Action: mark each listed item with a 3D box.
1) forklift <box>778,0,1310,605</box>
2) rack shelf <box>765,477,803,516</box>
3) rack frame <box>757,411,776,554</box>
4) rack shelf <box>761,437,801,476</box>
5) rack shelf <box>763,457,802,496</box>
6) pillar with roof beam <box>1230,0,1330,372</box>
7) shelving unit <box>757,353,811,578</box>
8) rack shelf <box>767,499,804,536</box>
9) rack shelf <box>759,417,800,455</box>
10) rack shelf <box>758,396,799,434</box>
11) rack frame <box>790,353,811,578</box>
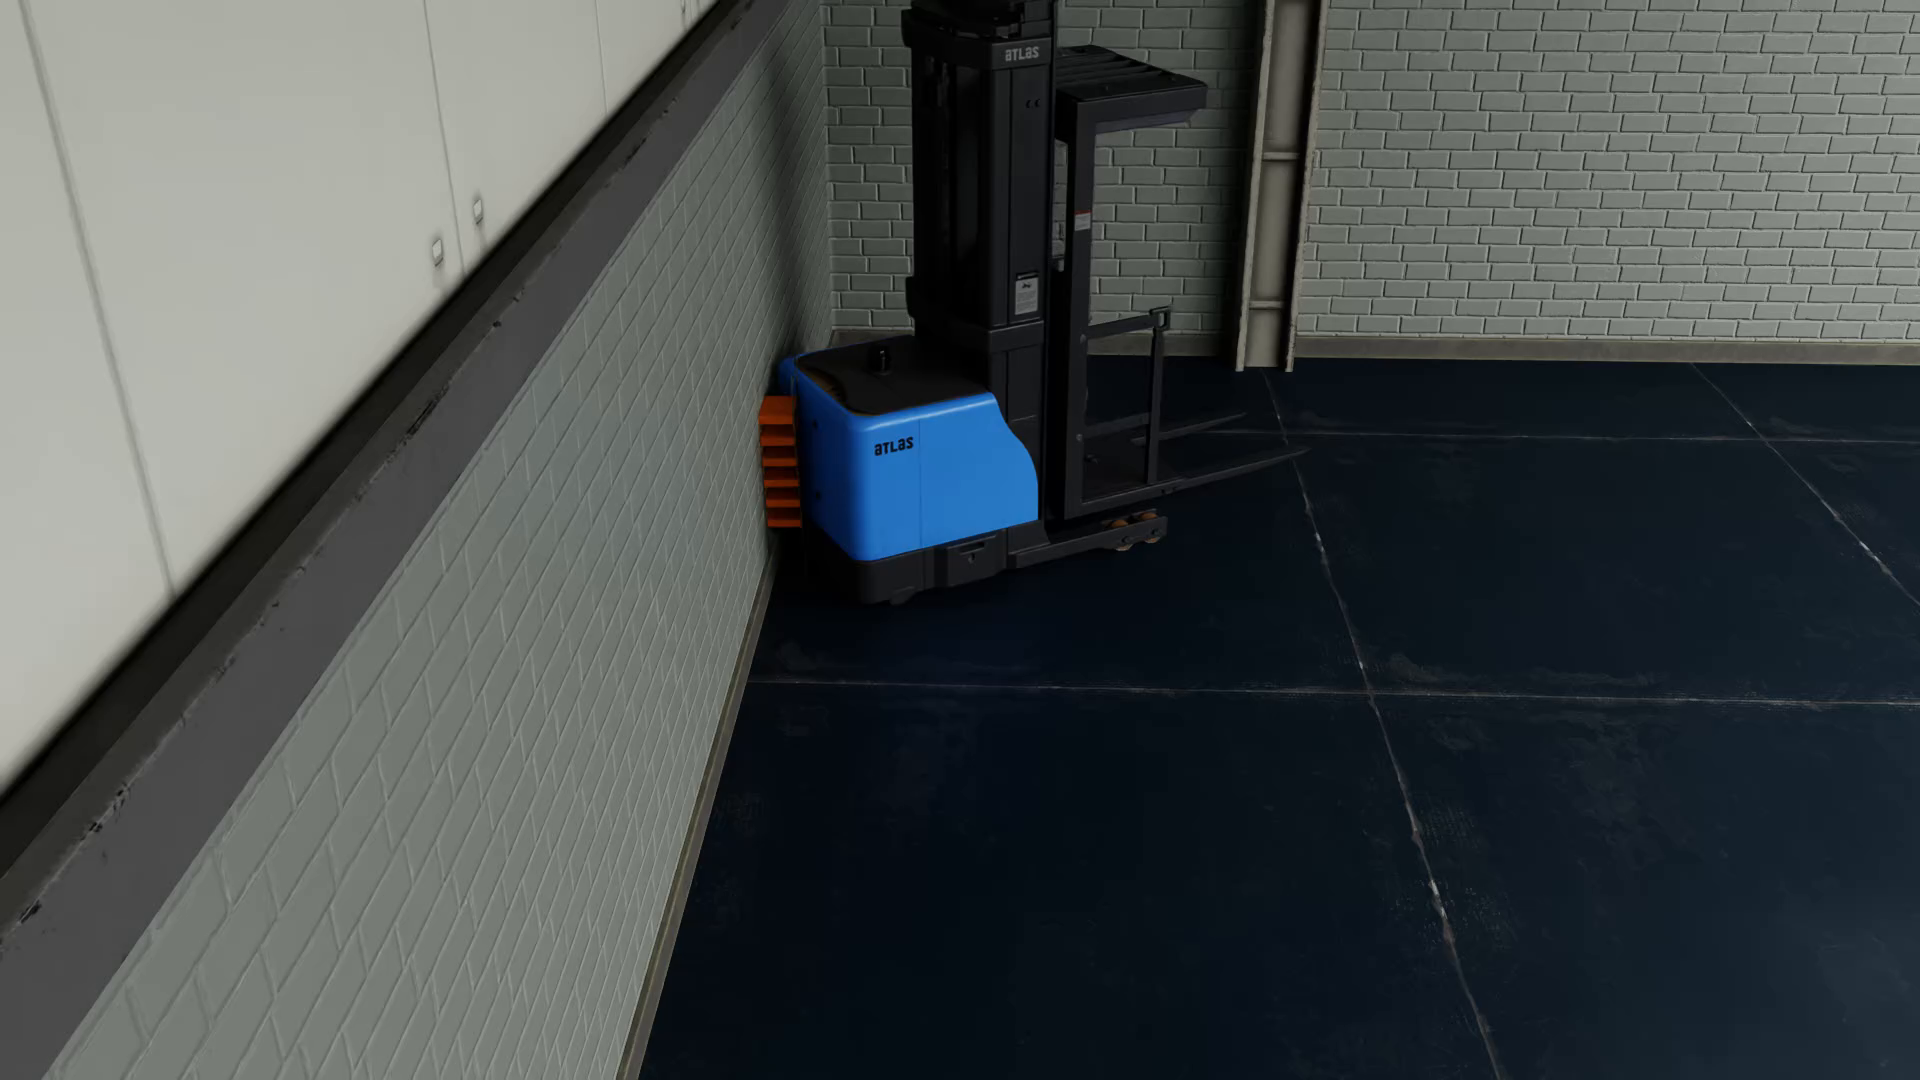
[{"bbox_3d":[0.569,-1.437,8.832,3.031,2.935,1.130,-14,31,-25],"label":"forklift"},{"bbox_3d":[-0.916,-0.231,8.734,0.180,0.103,0.258,0,31,2],"label":"rack shelf"},{"bbox_3d":[-1.010,-0.372,8.652,0.006,1.200,0.240,0,31,2],"label":"rack frame"},{"bbox_3d":[-0.920,-0.438,8.611,0.180,0.103,0.258,0,31,2],"label":"rack shelf"},{"bbox_3d":[-0.918,-0.334,8.673,0.180,0.103,0.258,0,31,2],"label":"rack shelf"},{"bbox_3d":[1.942,-3.192,5.664,0.400,9.000,9.100,1,28,2],"label":"pillar with roof beam"},{"bbox_3d":[-0.919,-0.373,8.650,0.189,1.200,0.258,0,31,2],"label":"shelving unit"},{"bbox_3d":[-0.913,-0.128,8.795,0.180,0.103,0.258,0,31,2],"label":"rack shelf"},{"bbox_3d":[-0.923,-0.541,8.550,0.180,0.103,0.258,0,31,2],"label":"rack shelf"},{"bbox_3d":[-0.925,-0.644,8.489,0.180,0.103,0.258,0,31,2],"label":"rack shelf"},{"bbox_3d":[-0.827,-0.373,8.647,0.006,1.200,0.240,0,31,2],"label":"rack frame"}]
